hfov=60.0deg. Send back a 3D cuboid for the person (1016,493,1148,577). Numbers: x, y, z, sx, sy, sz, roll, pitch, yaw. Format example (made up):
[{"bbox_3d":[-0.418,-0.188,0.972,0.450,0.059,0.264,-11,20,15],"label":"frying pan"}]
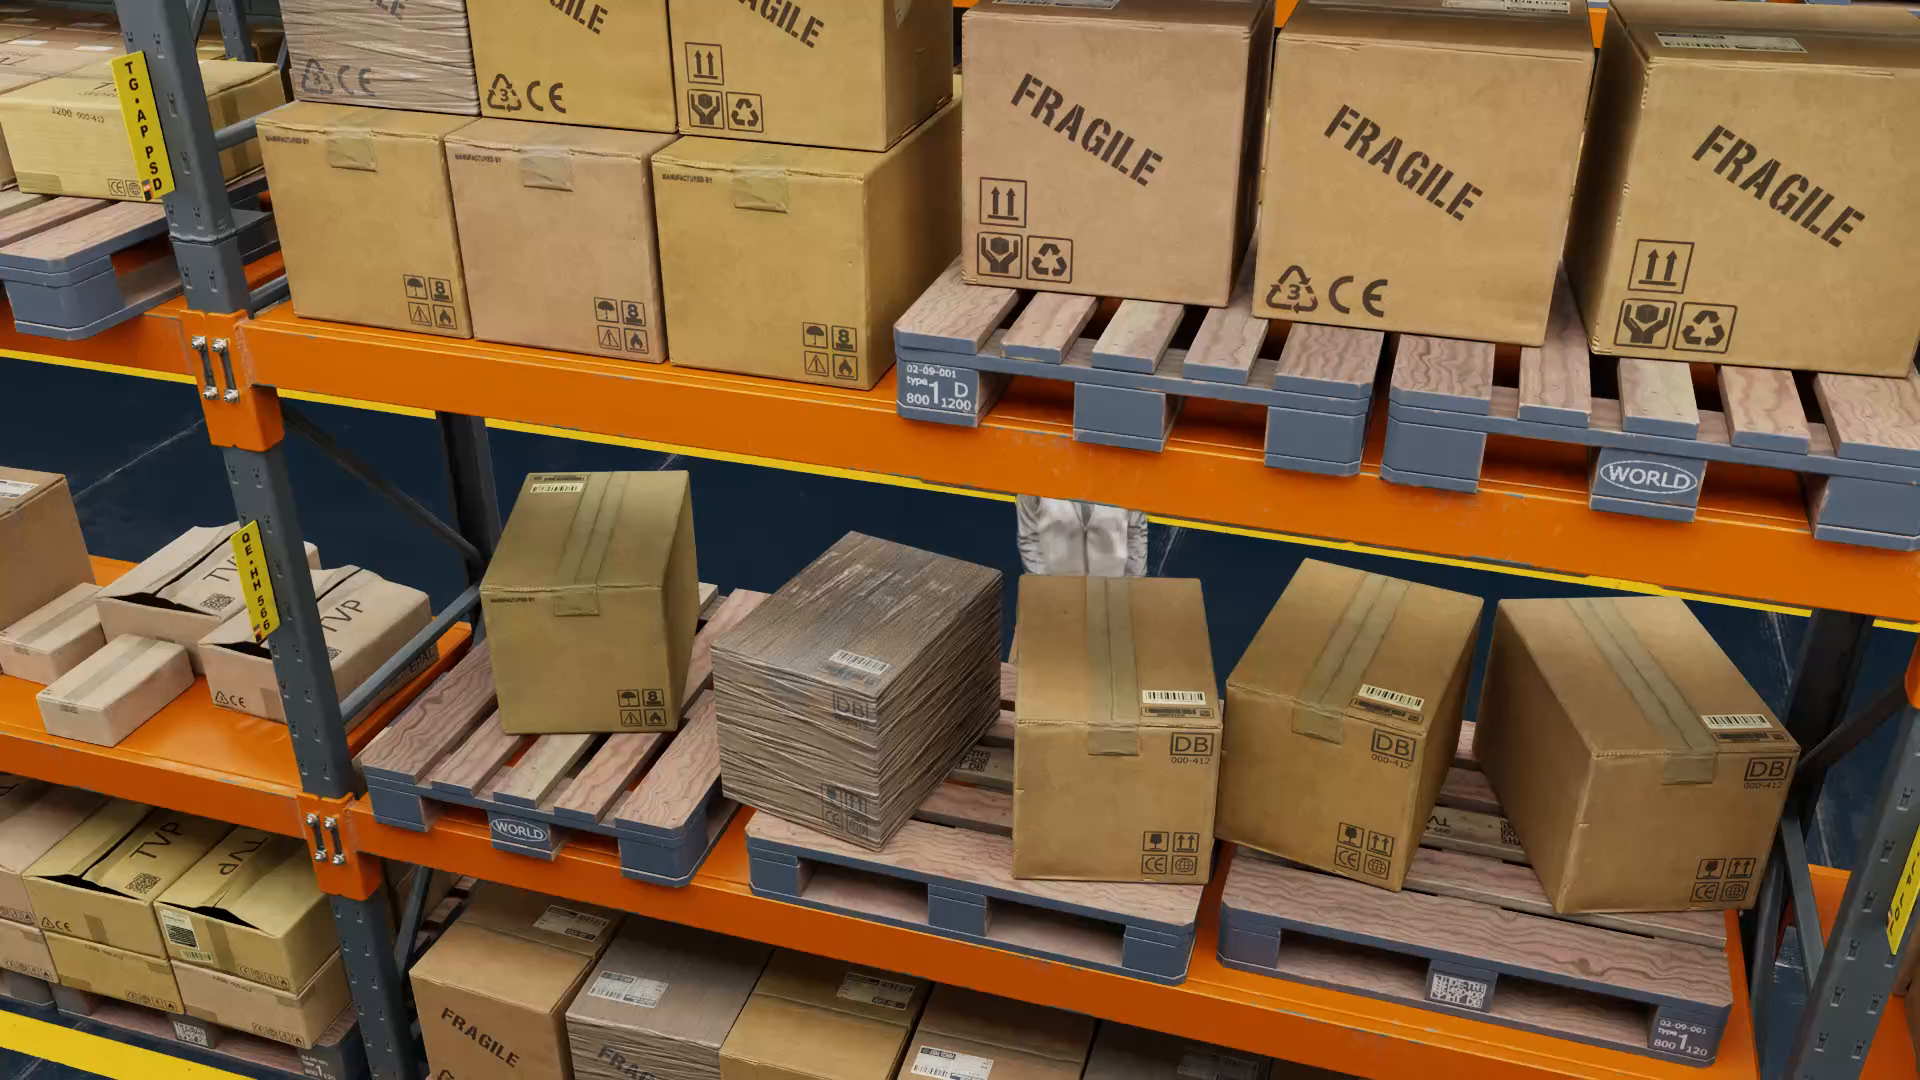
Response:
[{"bbox_3d":[0.465,0.230,6.663,0.576,1.781,0.478,-5,29,-9],"label":"person"}]
